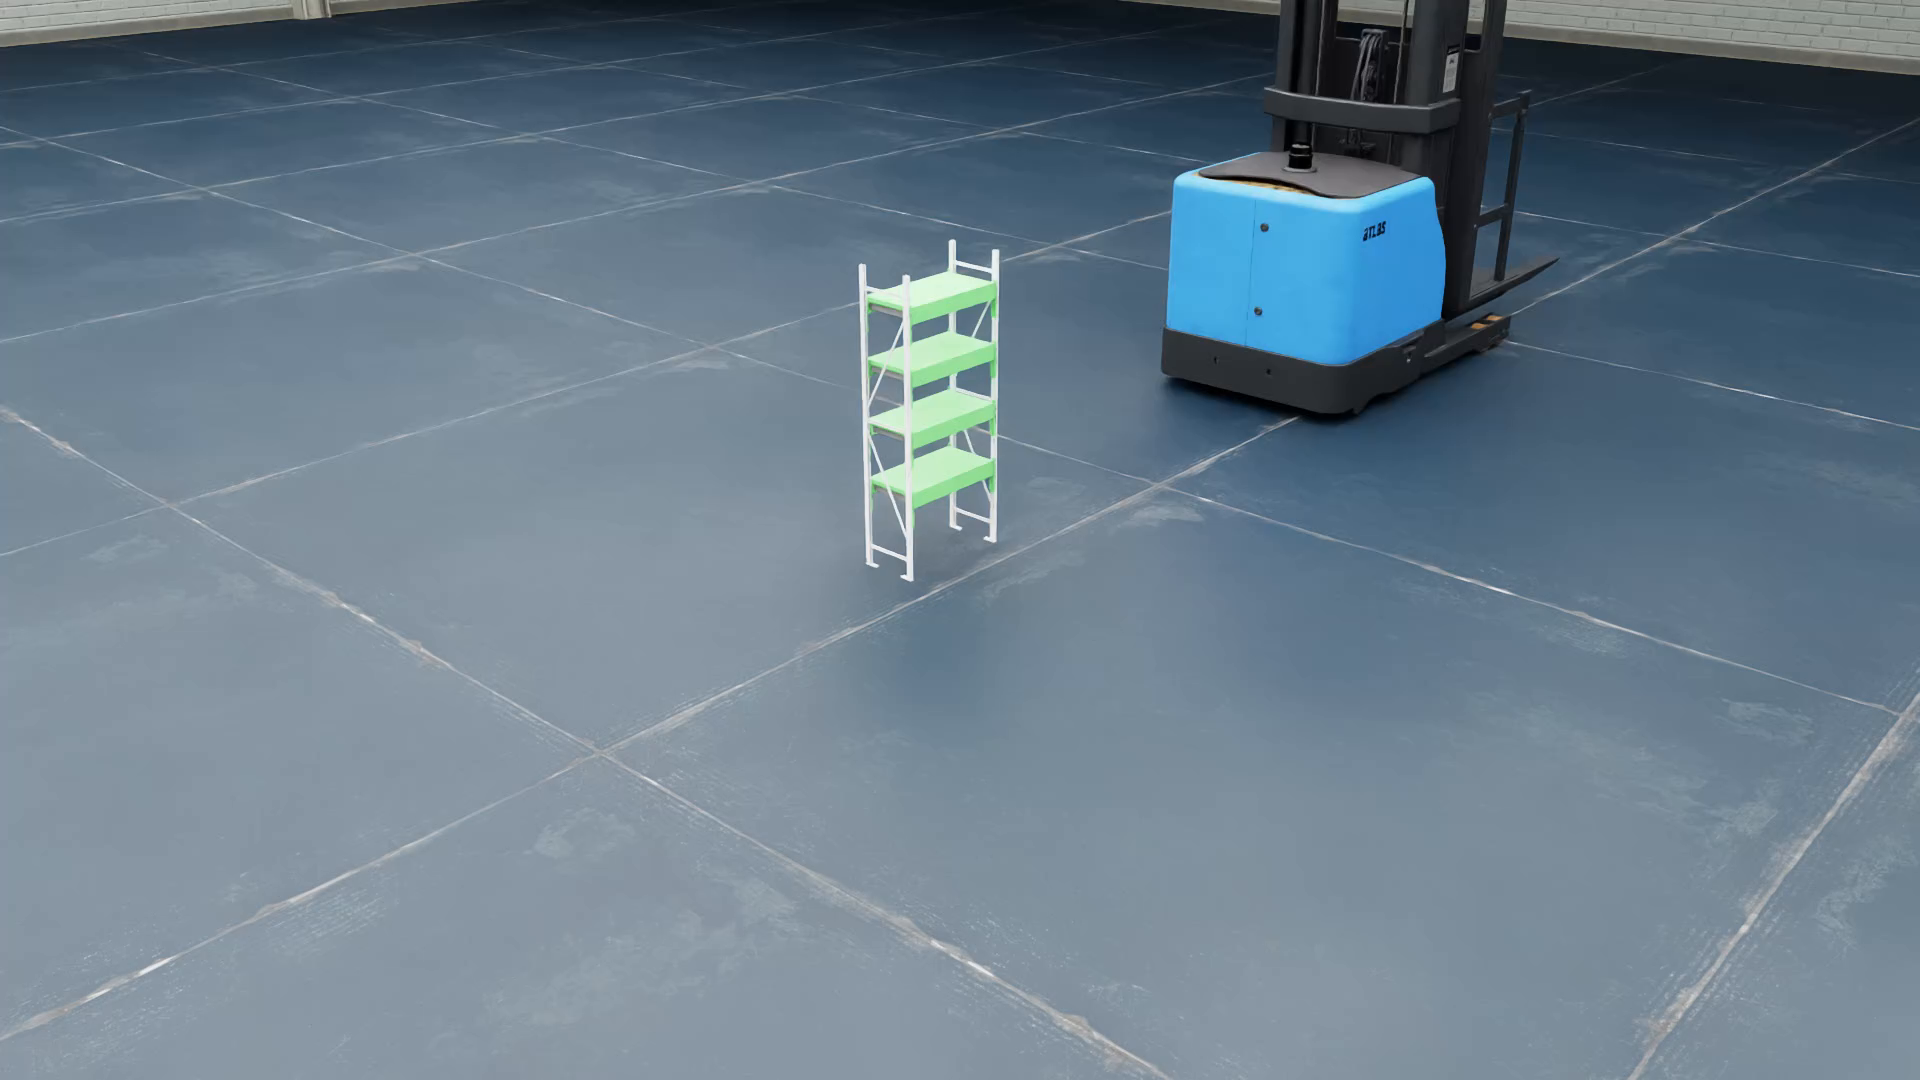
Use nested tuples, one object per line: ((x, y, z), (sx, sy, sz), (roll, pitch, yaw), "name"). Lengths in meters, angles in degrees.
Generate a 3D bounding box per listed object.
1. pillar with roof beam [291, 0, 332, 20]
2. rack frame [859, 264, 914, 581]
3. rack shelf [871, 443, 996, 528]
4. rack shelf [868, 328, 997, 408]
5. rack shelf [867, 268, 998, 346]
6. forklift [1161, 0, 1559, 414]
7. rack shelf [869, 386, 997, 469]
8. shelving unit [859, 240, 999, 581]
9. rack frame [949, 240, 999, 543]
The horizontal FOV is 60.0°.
((-5.562, -10.002, 18.059), (9.100, 9.000, 0.400), (20, 31, 38), "pillar with roof beam")
((-0.273, -0.423, 6.226), (0.240, 1.200, 0.015), (20, 31, 38), "rack frame")
((-0.110, -0.220, 6.516), (0.258, 0.148, 0.480), (20, 31, 38), "rack shelf")
((-0.110, -0.658, 6.320), (0.258, 0.148, 0.480), (20, 31, 38), "rack shelf")
((-0.111, -0.877, 6.222), (0.258, 0.148, 0.480), (20, 31, 38), "rack shelf")
((2.370, -2.463, 8.660), (1.130, 2.935, 3.031), (19, 31, 37), "forklift")
((-0.110, -0.439, 6.418), (0.258, 0.148, 0.480), (20, 31, 38), "rack shelf")
((-0.110, -0.497, 6.392), (0.258, 1.200, 0.503), (20, 31, 38), "shelving unit")
((0.052, -0.571, 6.558), (0.240, 1.200, 0.015), (20, 31, 38), "rack frame")
